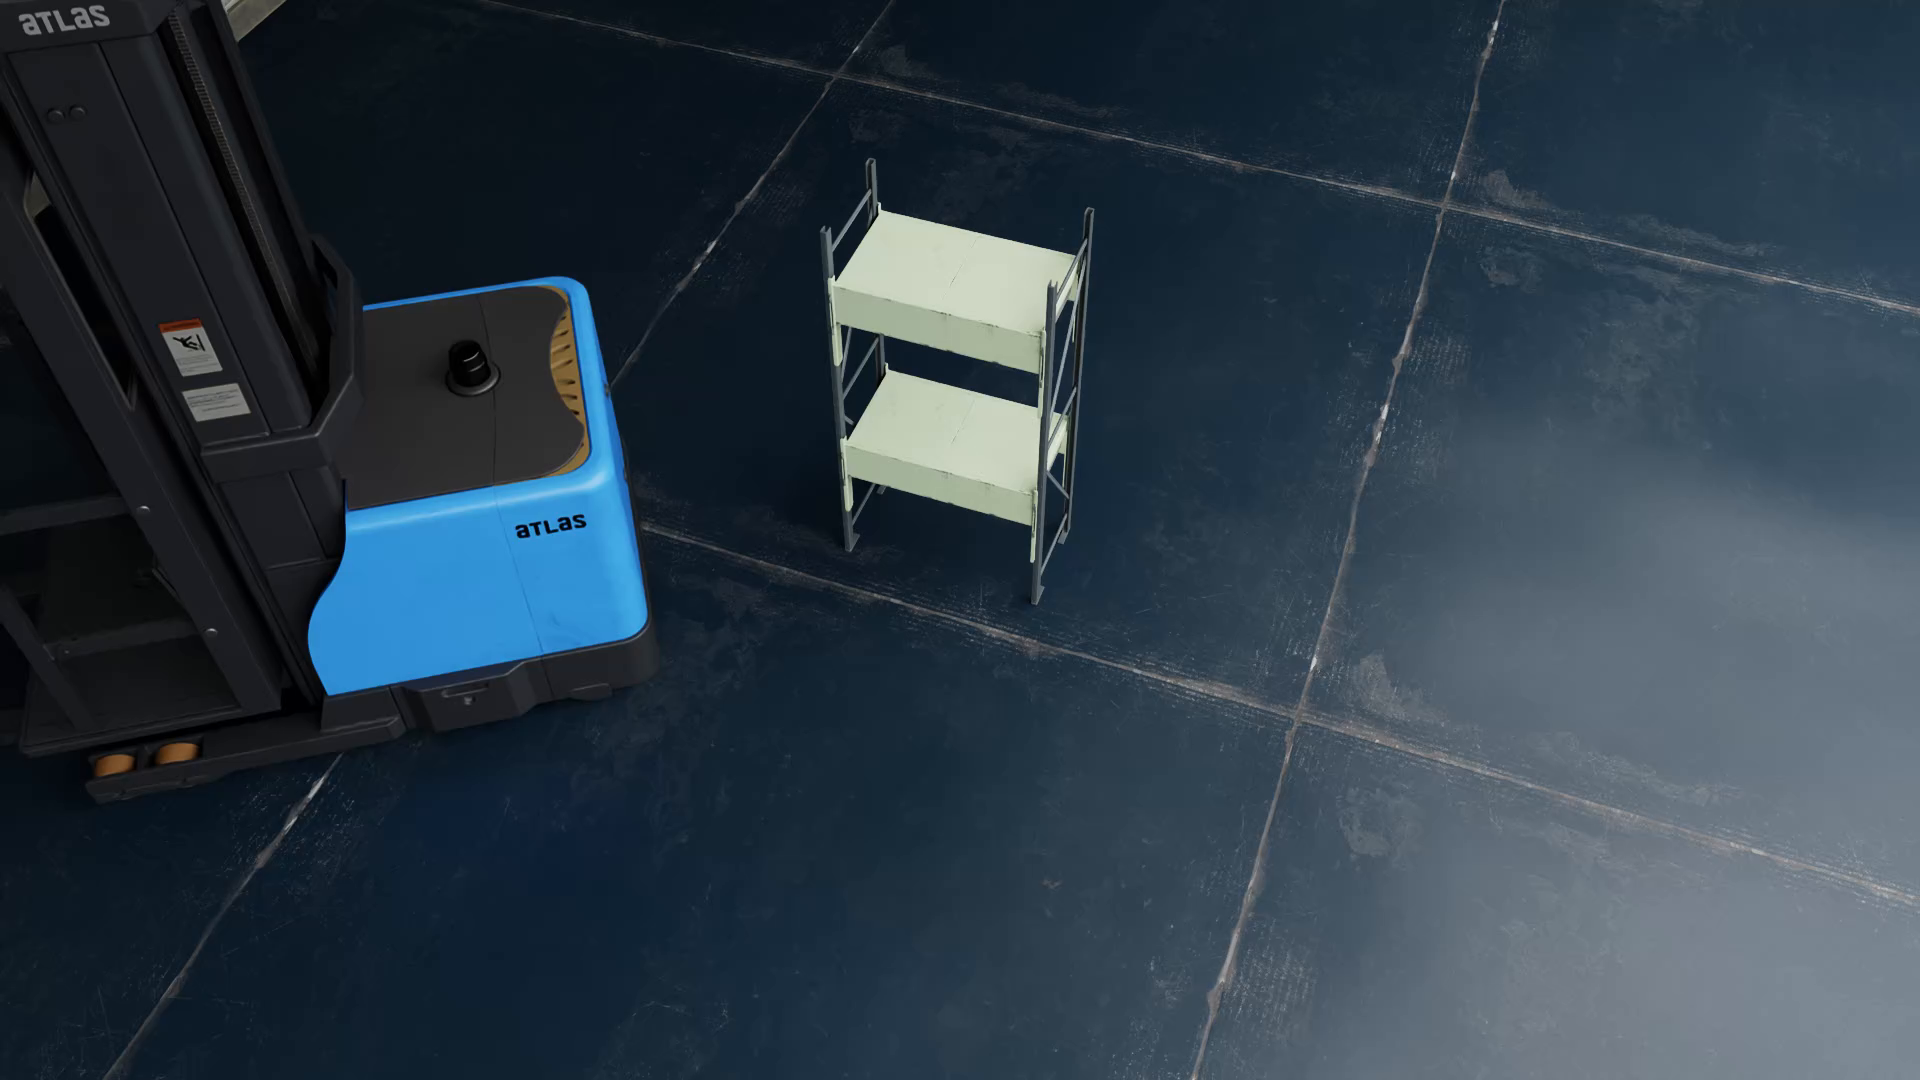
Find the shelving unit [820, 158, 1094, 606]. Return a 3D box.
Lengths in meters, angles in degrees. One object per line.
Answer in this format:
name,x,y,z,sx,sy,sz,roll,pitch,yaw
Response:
shelving unit,-0.006,-0.493,5.685,0.755,1.500,0.431,16,51,13

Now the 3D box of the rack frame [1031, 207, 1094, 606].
rack frame,0.337,-0.397,5.602,0.023,1.500,0.400,16,51,13

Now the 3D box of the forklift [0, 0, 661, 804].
forklift,-2.615,-0.543,4.781,3.031,2.935,1.130,-11,50,-9

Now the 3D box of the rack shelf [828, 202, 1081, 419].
rack shelf,-0.006,-0.749,5.390,0.720,0.370,0.431,16,51,13

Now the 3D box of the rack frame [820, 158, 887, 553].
rack frame,-0.350,-0.589,5.768,0.023,1.500,0.400,16,51,13

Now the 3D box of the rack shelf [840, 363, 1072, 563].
rack shelf,-0.006,-0.279,5.931,0.720,0.370,0.431,16,51,13
